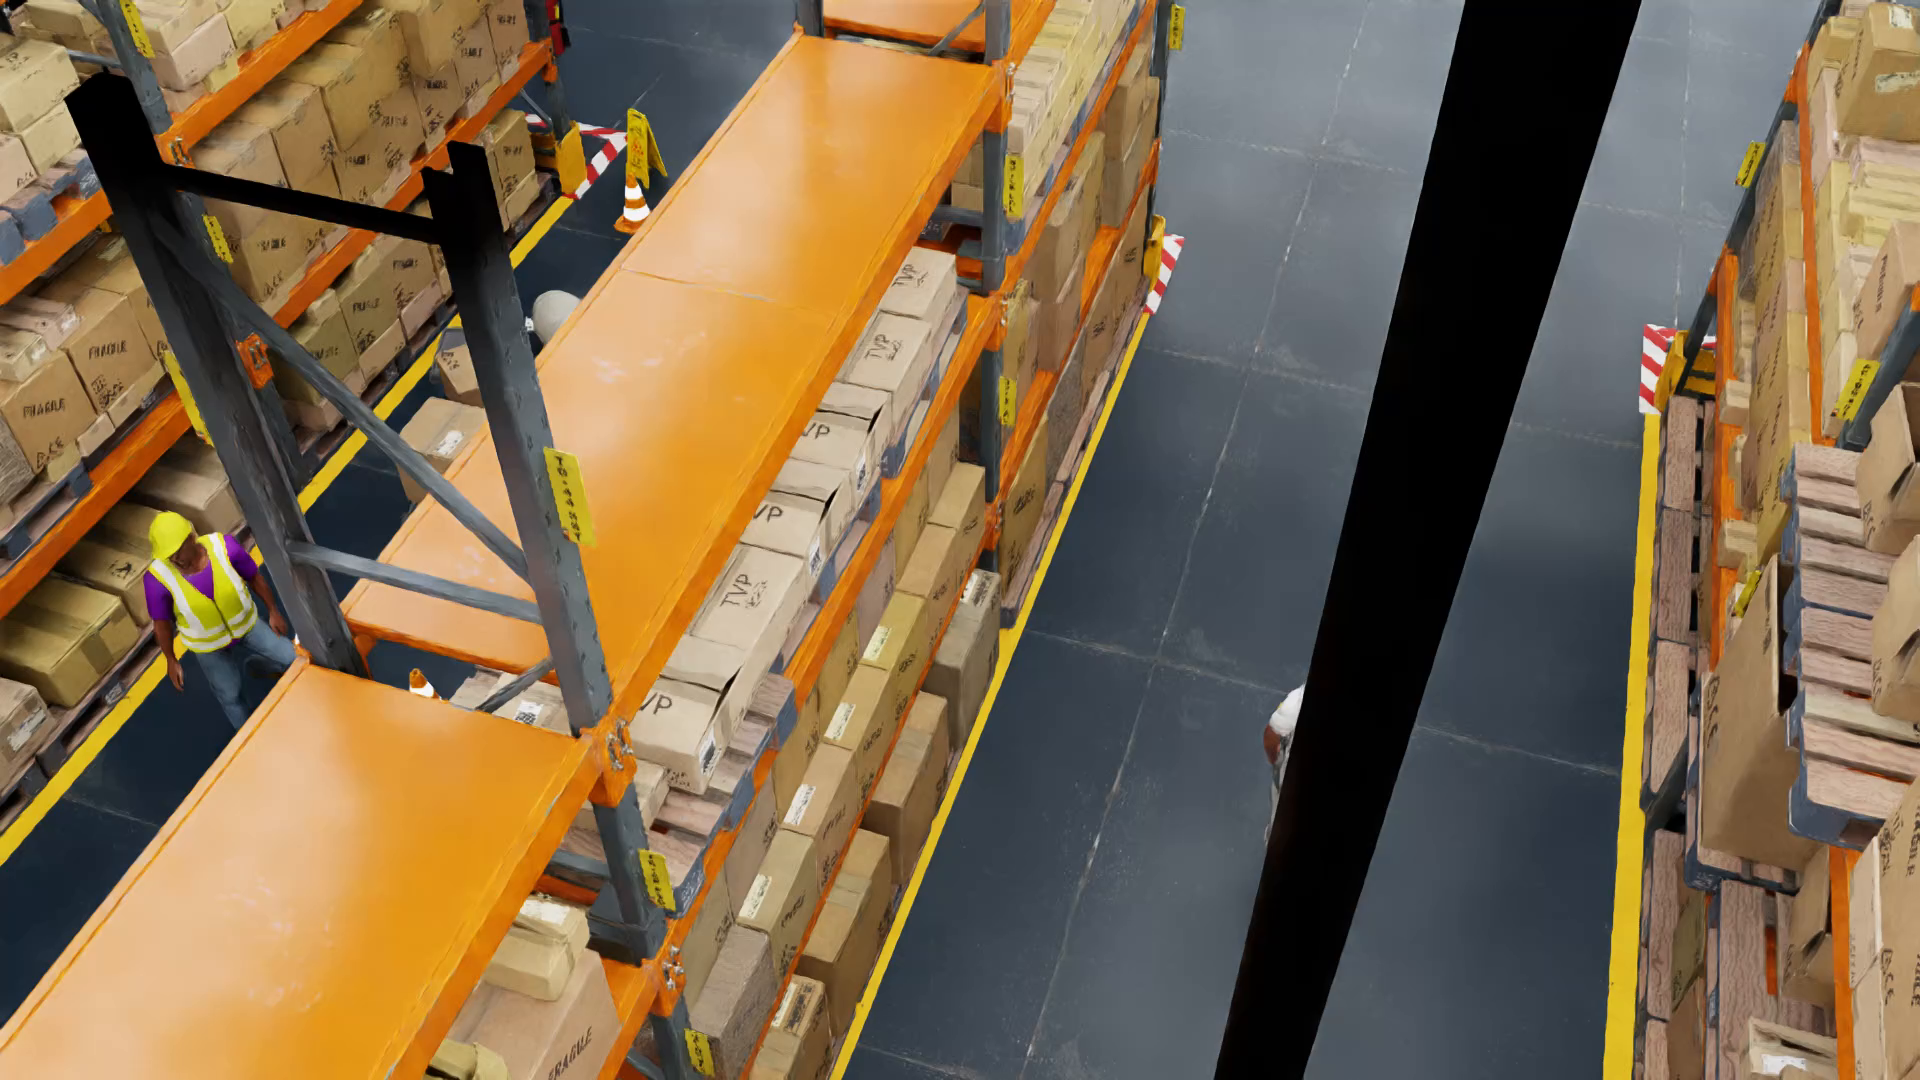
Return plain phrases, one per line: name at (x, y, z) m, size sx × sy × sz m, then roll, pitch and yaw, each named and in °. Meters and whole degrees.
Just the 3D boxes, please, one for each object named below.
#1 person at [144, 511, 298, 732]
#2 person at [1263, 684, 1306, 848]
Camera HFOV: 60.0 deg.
person at (-4.132, 0.561, 9.341) m, size 0.585 × 1.753 × 0.685 m, roll 34°, pitch 55°, yaw 29°
person at (1.900, 1.239, 8.728) m, size 0.683 × 1.685 × 0.556 m, roll 12°, pitch 47°, yaw 12°
